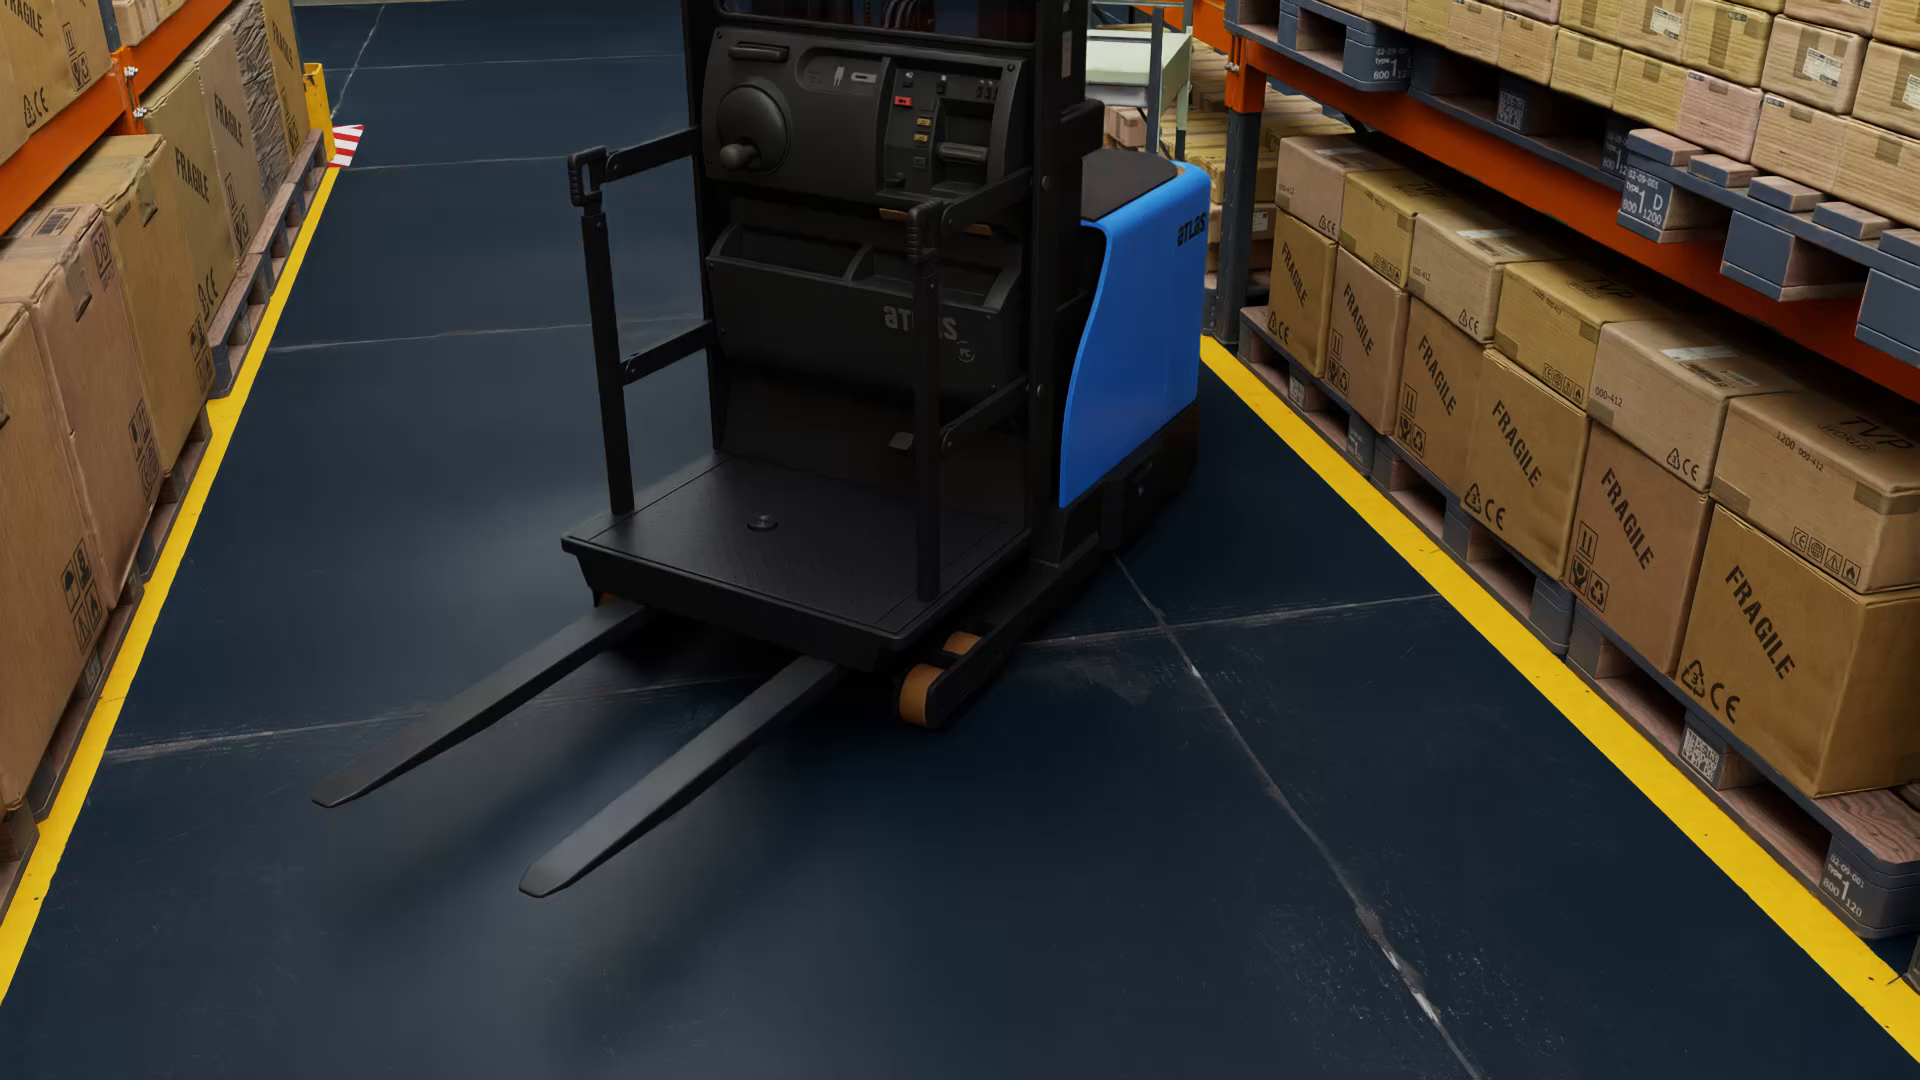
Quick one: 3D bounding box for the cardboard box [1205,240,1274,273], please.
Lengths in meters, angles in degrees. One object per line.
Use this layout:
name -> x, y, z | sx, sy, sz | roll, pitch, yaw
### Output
cardboard box -> 1.131, -1.260, 7.115 | 0.380, 0.149, 0.250 | -6, 27, -11

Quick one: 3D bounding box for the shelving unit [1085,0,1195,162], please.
shelving unit -> 0.545, -1.195, 5.953 | 0.431, 1.500, 0.755 | 7, 28, 13

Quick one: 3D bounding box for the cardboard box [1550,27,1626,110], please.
cardboard box -> 1.666, -1.146, 4.005 | 0.380, 0.149, 0.250 | -7, 28, -14

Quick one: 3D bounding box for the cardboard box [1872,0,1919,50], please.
cardboard box -> 1.896, -0.961, 2.977 | 0.380, 0.149, 0.250 | -7, 28, -14

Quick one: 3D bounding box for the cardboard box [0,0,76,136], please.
cardboard box -> -2.828, -1.397, 4.578 | 0.500, 0.500, 0.500 | -5, 27, -10

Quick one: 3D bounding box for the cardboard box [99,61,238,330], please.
cardboard box -> -3.375, -1.285, 6.359 | 0.875, 0.875, 0.875 | -6, 27, -12

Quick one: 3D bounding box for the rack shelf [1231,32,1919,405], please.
rack shelf -> 2.002, -1.008, 4.717 | 1.077, 0.370, 4.000 | -6, 27, -12

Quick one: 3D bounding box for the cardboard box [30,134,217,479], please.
cardboard box -> -3.140, -0.708, 5.216 | 1.225, 0.875, 0.875 | -6, 27, -11

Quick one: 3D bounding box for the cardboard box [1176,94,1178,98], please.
cardboard box -> 0.903, -2.203, 8.323 | 0.380, 0.149, 0.250 | -6, 27, -11

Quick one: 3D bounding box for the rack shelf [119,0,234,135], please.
rack shelf -> -3.755, -2.305, 7.286 | 1.077, 0.370, 4.000 | -6, 27, -12

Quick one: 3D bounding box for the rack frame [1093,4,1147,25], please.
rack frame -> 0.650, -3.963, 9.773 | 1.000, 3.000, 0.127 | -6, 27, -12

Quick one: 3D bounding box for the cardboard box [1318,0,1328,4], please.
cardboard box -> 1.313, -1.832, 5.363 | 0.380, 0.149, 0.250 | -6, 27, -11

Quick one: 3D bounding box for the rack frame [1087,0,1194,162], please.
rack frame -> 0.639, -1.354, 6.269 | 0.400, 1.500, 0.023 | 7, 28, 13

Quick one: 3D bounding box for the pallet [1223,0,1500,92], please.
pallet -> 1.582, -1.771, 5.644 | 1.003, 0.211, 1.213 | -6, 27, -12

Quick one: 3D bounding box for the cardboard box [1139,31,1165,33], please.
cardboard box -> 1.017, -2.821, 9.548 | 0.380, 0.149, 0.250 | -5, 27, -11

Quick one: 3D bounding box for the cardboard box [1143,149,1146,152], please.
cardboard box -> 1.059, -1.714, 7.685 | 0.380, 0.149, 0.250 | -6, 27, -11

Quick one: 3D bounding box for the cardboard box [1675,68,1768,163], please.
cardboard box -> 1.781, -0.919, 3.554 | 0.380, 0.149, 0.250 | -5, 27, -11

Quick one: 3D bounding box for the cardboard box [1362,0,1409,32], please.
cardboard box -> 1.426, -1.610, 4.923 | 0.380, 0.149, 0.250 | -7, 28, -14

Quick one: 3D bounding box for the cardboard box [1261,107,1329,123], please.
cardboard box -> 1.485, -1.905, 7.733 | 0.380, 0.149, 0.250 | -7, 28, -13

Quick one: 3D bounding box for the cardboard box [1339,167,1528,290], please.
cardboard box -> 1.583, -1.029, 5.435 | 0.500, 0.250, 0.500 | -5, 27, -10

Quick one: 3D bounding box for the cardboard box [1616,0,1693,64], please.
cardboard box -> 1.718, -1.172, 3.726 | 0.380, 0.149, 0.250 | -6, 27, -11

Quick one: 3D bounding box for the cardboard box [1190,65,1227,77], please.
cardboard box -> 1.262, -2.361, 8.636 | 0.380, 0.149, 0.250 | -7, 28, -13

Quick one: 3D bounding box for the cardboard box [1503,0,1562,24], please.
cardboard box -> 1.605, -1.396, 4.170 | 0.380, 0.149, 0.250 | -5, 27, -10

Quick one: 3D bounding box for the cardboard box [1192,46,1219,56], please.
cardboard box -> 1.196, -2.600, 9.110 | 0.380, 0.149, 0.250 | -7, 28, -14

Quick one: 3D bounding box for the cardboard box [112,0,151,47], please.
cardboard box -> -3.046, -1.800, 5.765 | 0.380, 0.149, 0.250 | -6, 27, -11

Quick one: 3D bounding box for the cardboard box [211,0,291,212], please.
cardboard box -> -3.778, -2.071, 7.916 | 0.875, 0.875, 0.875 | -6, 27, -12

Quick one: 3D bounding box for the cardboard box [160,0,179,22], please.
cardboard box -> -3.166, -2.030, 6.223 | 0.380, 0.149, 0.250 | -5, 27, -10

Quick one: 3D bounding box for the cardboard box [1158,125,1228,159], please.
cardboard box -> 1.058, -1.734, 7.394 | 0.380, 0.149, 0.250 | -6, 27, -12

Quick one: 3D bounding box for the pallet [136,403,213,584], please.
pallet -> -3.056, -0.172, 5.357 | 1.003, 0.211, 1.213 | -6, 27, -12

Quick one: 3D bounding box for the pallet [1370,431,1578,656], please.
pallet -> 2.007, -0.084, 5.183 | 1.003, 0.211, 1.213 | -6, 27, -12

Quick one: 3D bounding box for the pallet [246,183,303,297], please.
pallet -> -3.677, -1.382, 7.753 | 1.003, 0.211, 1.213 | -6, 27, -12

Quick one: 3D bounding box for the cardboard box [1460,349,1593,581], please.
cardboard box -> 1.801, -0.244, 4.713 | 0.500, 0.500, 0.500 | -7, 28, -14

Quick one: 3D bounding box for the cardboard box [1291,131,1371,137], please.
cardboard box -> 1.671, -1.687, 7.301 | 0.380, 0.149, 0.250 | -5, 27, -9

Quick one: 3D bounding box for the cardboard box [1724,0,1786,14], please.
cardboard box -> 1.782, -1.186, 3.424 | 0.380, 0.149, 0.250 | -5, 27, -10

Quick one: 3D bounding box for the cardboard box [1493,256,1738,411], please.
cardboard box -> 1.820, -0.577, 4.539 | 0.500, 0.250, 0.500 | -5, 27, -10

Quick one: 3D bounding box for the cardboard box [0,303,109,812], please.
cardboard box -> -2.731, 0.072, 3.671 | 1.225, 0.875, 0.875 | -6, 27, -11

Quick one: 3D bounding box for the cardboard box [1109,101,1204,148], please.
cardboard box -> 0.925, -1.966, 7.853 | 0.380, 0.149, 0.250 | -7, 28, -14

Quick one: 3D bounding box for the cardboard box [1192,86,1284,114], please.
cardboard box -> 1.366, -2.136, 8.191 | 0.380, 0.149, 0.250 | -7, 28, -14

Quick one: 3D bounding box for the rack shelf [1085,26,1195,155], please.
rack shelf -> 0.545, -1.543, 5.777 | 0.431, 0.370, 0.720 | 7, 28, 13

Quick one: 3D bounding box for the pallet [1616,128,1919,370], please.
pallet -> 2.188, -0.668, 3.457 | 1.213, 0.211, 1.003 | -6, 27, -12

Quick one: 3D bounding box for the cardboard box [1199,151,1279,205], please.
cardboard box -> 1.218, -1.517, 6.965 | 0.380, 0.149, 0.250 | -5, 27, -10

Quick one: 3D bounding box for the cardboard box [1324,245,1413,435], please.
cardboard box -> 1.580, -0.696, 5.607 | 0.500, 0.500, 0.500 | -5, 27, -9

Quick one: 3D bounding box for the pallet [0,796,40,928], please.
pallet -> -2.507, 0.899, 3.235 | 1.003, 0.211, 1.213 | -6, 27, -12

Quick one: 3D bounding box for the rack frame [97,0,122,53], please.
rack frame -> -3.304, -1.748, 5.384 | 1.000, 3.000, 0.127 | -6, 27, -12

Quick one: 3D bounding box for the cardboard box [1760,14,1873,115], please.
cardboard box -> 1.836, -0.947, 3.280 | 0.380, 0.149, 0.250 | -5, 27, -10

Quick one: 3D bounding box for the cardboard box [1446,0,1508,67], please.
cardboard box -> 1.545, -1.379, 4.467 | 0.380, 0.149, 0.250 | -7, 28, -14

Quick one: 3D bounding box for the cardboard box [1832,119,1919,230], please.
cardboard box -> 1.894, -0.697, 3.114 | 0.380, 0.149, 0.250 | -5, 27, -11

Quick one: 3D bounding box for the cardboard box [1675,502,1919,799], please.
cardboard box -> 2.050, 0.215, 3.804 | 0.500, 0.500, 0.500 | -6, 27, -12

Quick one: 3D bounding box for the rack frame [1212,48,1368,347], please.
rack frame -> 1.551, -2.207, 6.294 | 1.000, 3.000, 0.127 | -6, 27, -12

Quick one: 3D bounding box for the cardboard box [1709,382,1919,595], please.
cardboard box -> 2.043, -0.131, 3.657 | 0.500, 0.250, 0.500 | -7, 28, -13

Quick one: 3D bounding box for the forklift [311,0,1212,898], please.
forklift -> -0.374, -1.058, 4.094 | 1.130, 2.935, 3.031 | 15, 30, 27

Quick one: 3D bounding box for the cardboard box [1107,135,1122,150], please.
cardboard box -> 0.942, -1.944, 8.140 | 0.380, 0.149, 0.250 | -7, 28, -14
